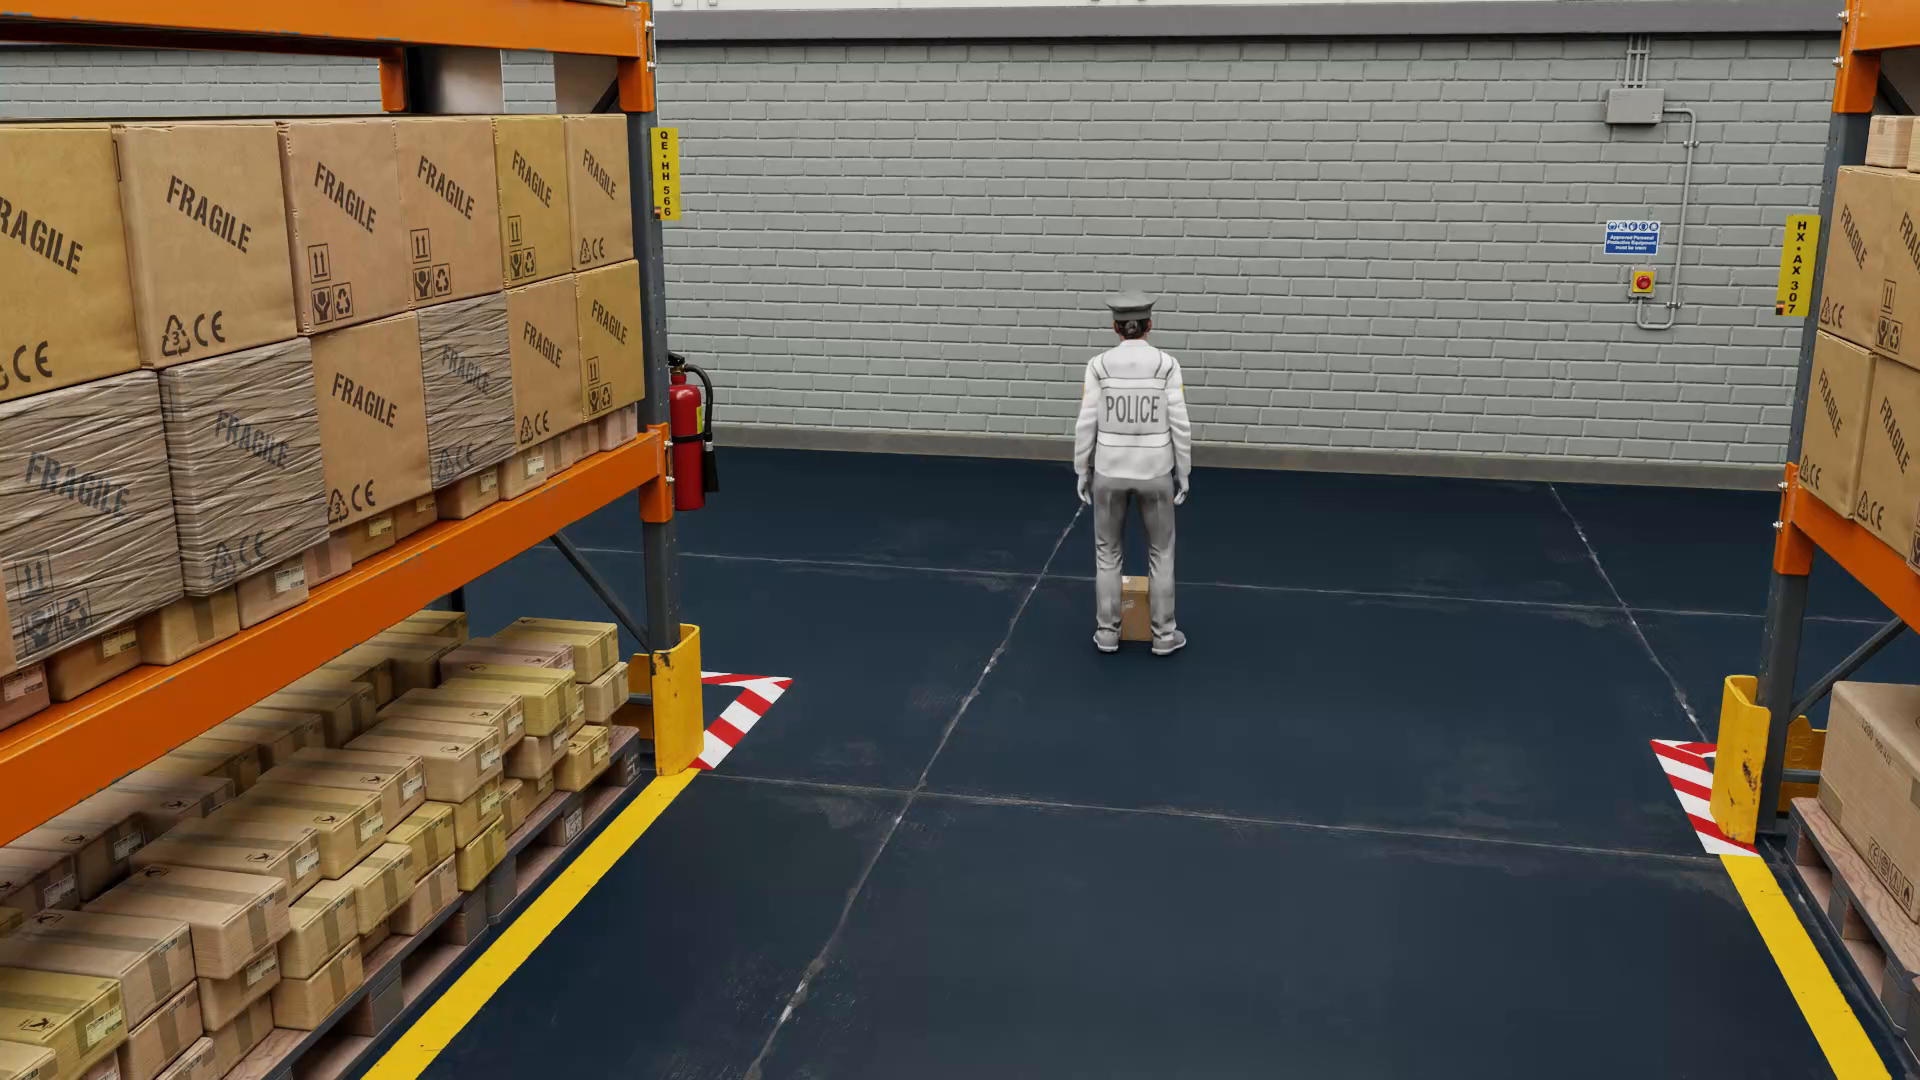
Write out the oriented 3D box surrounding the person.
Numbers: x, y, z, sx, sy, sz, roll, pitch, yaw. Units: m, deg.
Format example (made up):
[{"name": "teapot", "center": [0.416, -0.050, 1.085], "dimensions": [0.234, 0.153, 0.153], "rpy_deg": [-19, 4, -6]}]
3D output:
[{"name": "person", "center": [0.791, -0.292, 7.618], "dimensions": [0.538, 1.661, 0.374], "rpy_deg": [2, 15, 8]}]
